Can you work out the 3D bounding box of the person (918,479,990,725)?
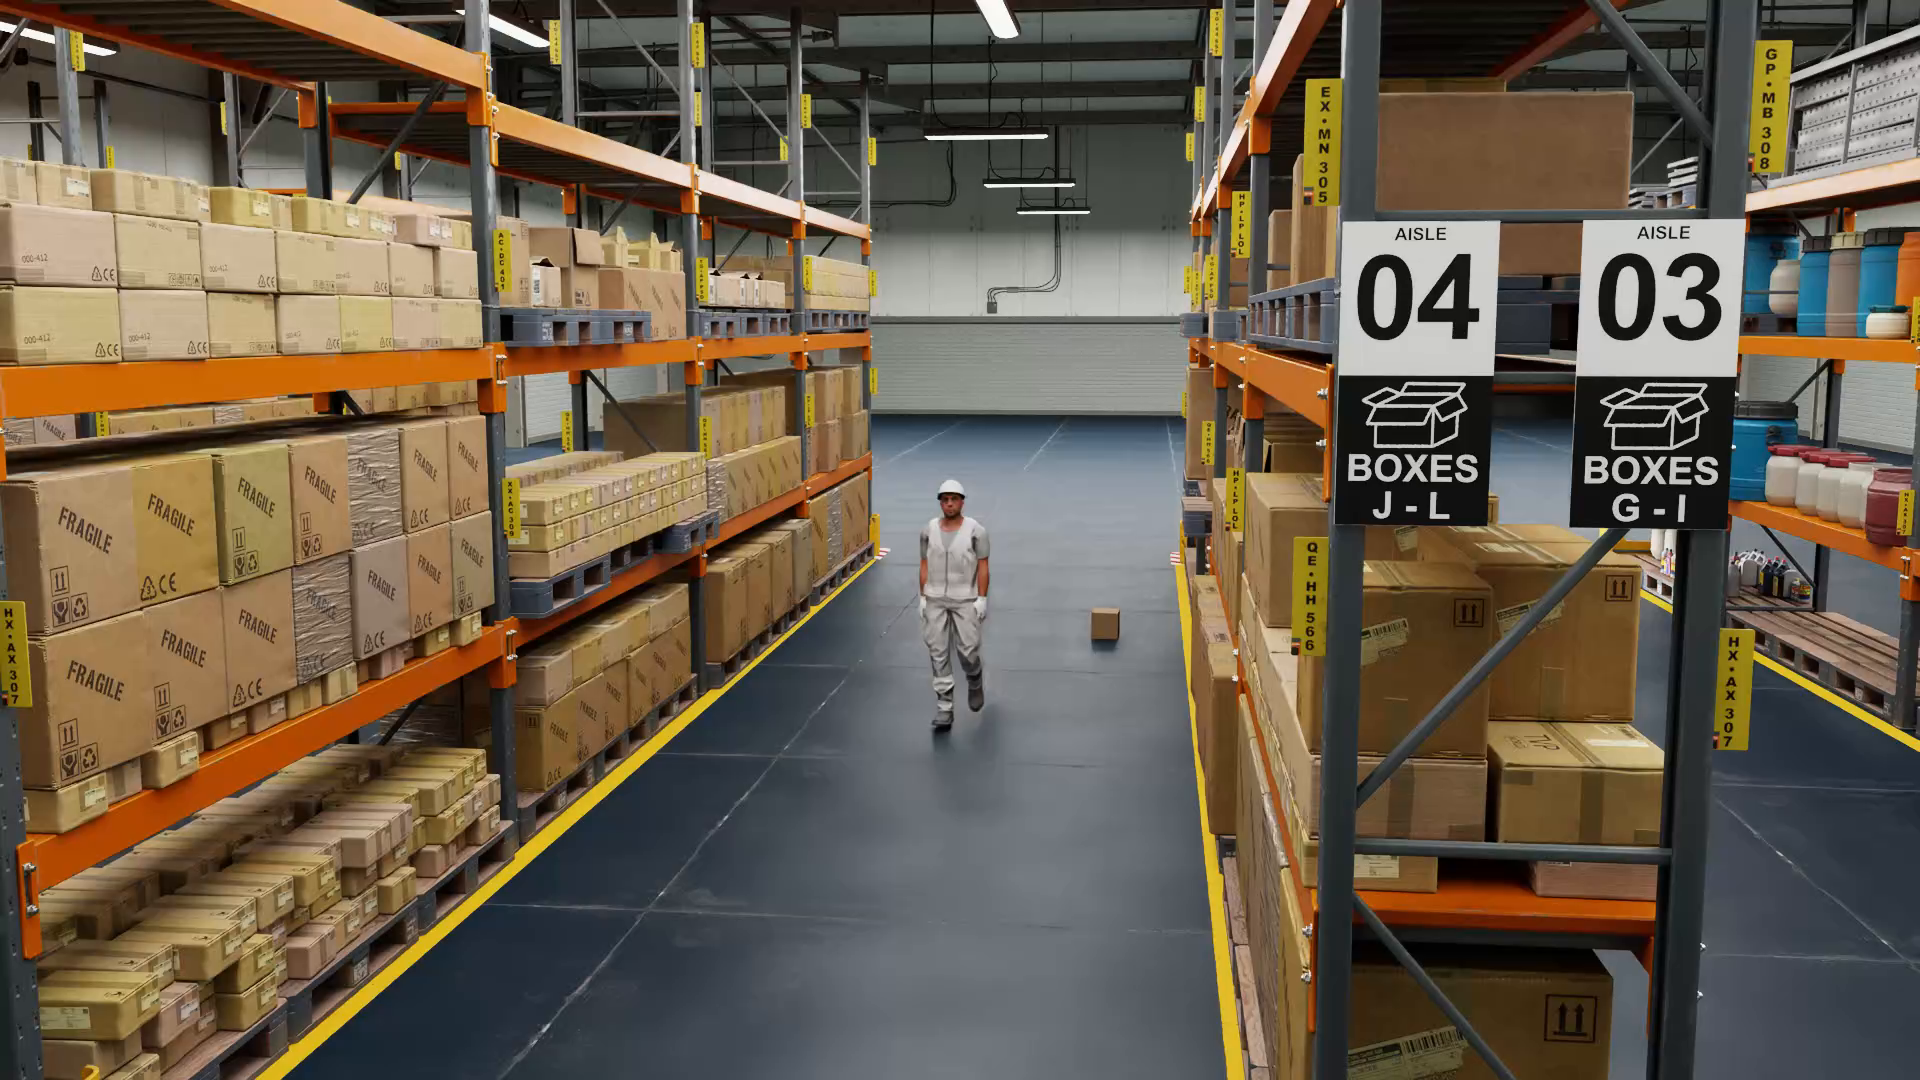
[{"bbox_3d":[-0.048,0.446,12.141,0.529,1.781,0.586,2,8,15],"label":"person"}]
